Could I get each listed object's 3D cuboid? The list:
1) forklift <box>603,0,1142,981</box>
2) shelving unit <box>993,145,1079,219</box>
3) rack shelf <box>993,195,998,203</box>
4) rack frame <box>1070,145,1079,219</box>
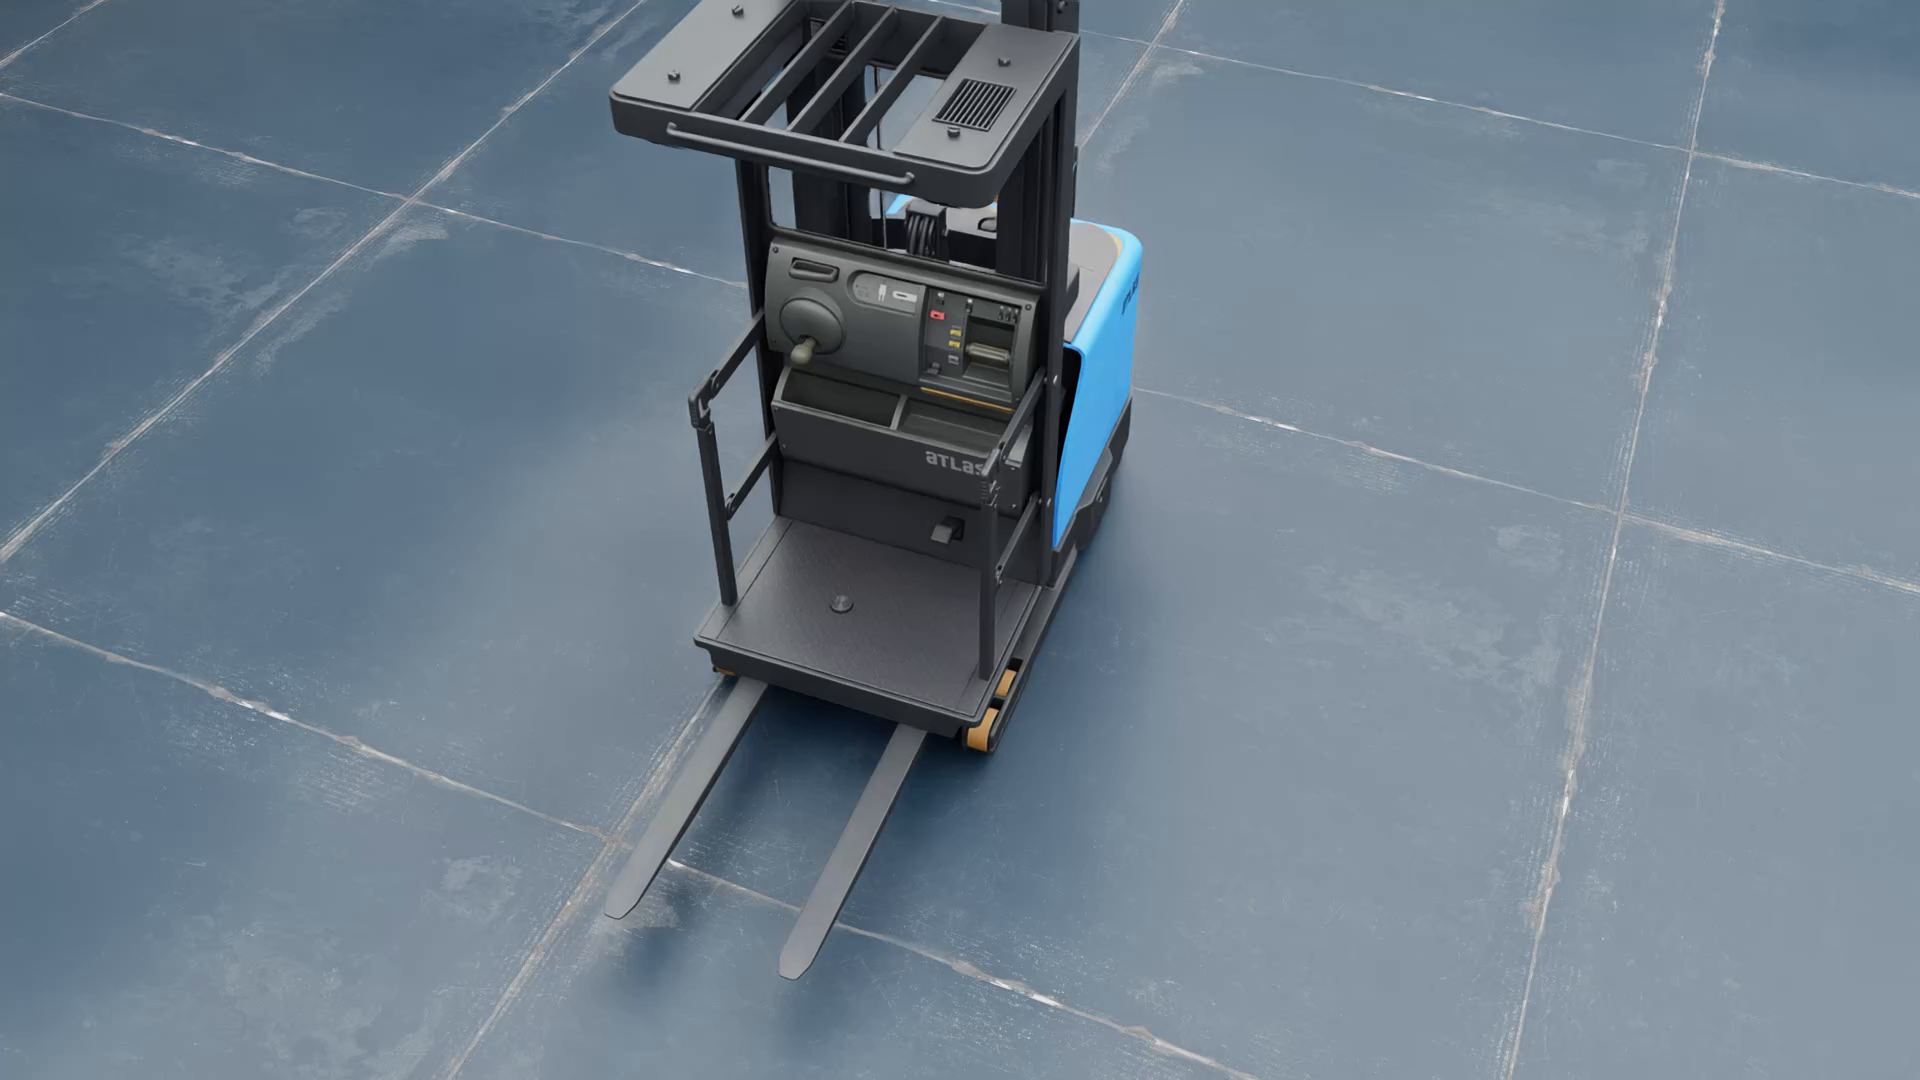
[{"bbox_3d":[-0.278,-0.616,5.291,1.130,2.935,3.031,15,47,15],"label":"forklift"},{"bbox_3d":[0.197,-1.129,7.033,0.503,1.200,0.258,15,46,14],"label":"shelving unit"},{"bbox_3d":[0.197,-1.409,6.757,0.480,0.148,0.258,15,46,14],"label":"rack shelf"},{"bbox_3d":[0.426,-1.070,6.973,0.015,1.200,0.240,15,46,14],"label":"rack frame"}]
